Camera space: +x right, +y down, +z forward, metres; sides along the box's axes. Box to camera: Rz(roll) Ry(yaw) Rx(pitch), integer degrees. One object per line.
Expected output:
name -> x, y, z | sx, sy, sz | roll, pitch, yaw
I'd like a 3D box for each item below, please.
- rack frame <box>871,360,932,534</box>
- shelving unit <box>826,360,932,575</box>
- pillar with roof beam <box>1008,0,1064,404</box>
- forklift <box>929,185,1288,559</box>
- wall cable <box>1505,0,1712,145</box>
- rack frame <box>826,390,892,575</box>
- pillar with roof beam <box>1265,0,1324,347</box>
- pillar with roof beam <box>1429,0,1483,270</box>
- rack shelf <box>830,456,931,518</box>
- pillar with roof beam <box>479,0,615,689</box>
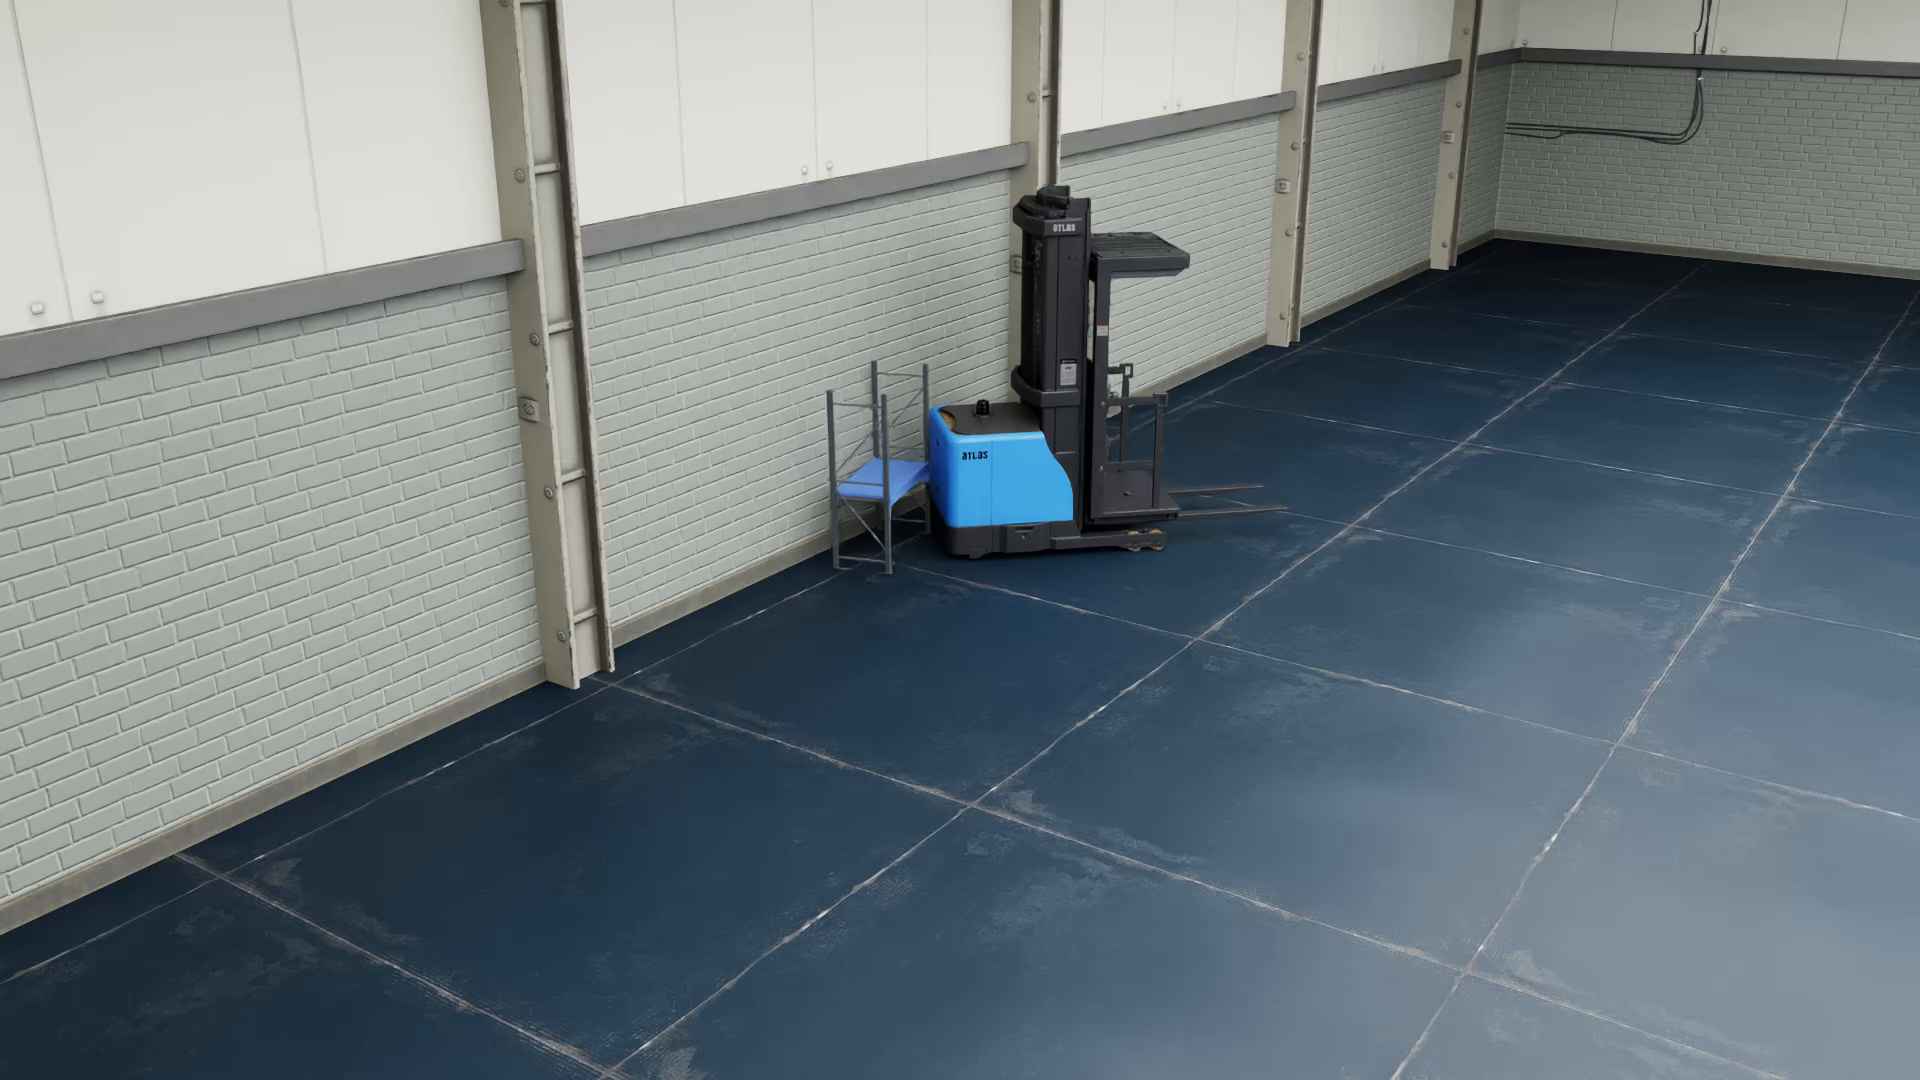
rack frame -> -0.498, -0.783, 14.206 | 0.500, 1.500, 0.032 | 5, 21, 17
shelving unit -> -0.650, -0.617, 13.751 | 0.538, 1.500, 1.048 | 5, 21, 17
pillar with roof beam -> 4.255, -4.157, 12.532 | 9.100, 9.000, 0.400 | 13, 24, 32
forklift -> 1.287, -1.455, 13.973 | 3.031, 2.935, 1.130 | -4, 21, -10
wall cable -> 10.190, -7.571, 26.237 | 3.097, 2.526, 0.112 | 13, 24, 32
rack frame -> -0.802, -0.451, 13.295 | 0.500, 1.500, 0.032 | 5, 21, 17
pillar with roof beam -> 7.628, -5.879, 17.187 | 9.100, 9.000, 0.400 | 13, 24, 32
pillar with roof beam -> 11.001, -7.600, 21.841 | 9.100, 9.000, 0.400 | 13, 24, 32
rack shelf -> -0.648, -0.447, 13.812 | 0.538, 0.185, 1.000 | 5, 21, 17
pillar with roof beam -> 0.882, -2.436, 7.878 | 9.100, 9.000, 0.400 | 13, 24, 32
